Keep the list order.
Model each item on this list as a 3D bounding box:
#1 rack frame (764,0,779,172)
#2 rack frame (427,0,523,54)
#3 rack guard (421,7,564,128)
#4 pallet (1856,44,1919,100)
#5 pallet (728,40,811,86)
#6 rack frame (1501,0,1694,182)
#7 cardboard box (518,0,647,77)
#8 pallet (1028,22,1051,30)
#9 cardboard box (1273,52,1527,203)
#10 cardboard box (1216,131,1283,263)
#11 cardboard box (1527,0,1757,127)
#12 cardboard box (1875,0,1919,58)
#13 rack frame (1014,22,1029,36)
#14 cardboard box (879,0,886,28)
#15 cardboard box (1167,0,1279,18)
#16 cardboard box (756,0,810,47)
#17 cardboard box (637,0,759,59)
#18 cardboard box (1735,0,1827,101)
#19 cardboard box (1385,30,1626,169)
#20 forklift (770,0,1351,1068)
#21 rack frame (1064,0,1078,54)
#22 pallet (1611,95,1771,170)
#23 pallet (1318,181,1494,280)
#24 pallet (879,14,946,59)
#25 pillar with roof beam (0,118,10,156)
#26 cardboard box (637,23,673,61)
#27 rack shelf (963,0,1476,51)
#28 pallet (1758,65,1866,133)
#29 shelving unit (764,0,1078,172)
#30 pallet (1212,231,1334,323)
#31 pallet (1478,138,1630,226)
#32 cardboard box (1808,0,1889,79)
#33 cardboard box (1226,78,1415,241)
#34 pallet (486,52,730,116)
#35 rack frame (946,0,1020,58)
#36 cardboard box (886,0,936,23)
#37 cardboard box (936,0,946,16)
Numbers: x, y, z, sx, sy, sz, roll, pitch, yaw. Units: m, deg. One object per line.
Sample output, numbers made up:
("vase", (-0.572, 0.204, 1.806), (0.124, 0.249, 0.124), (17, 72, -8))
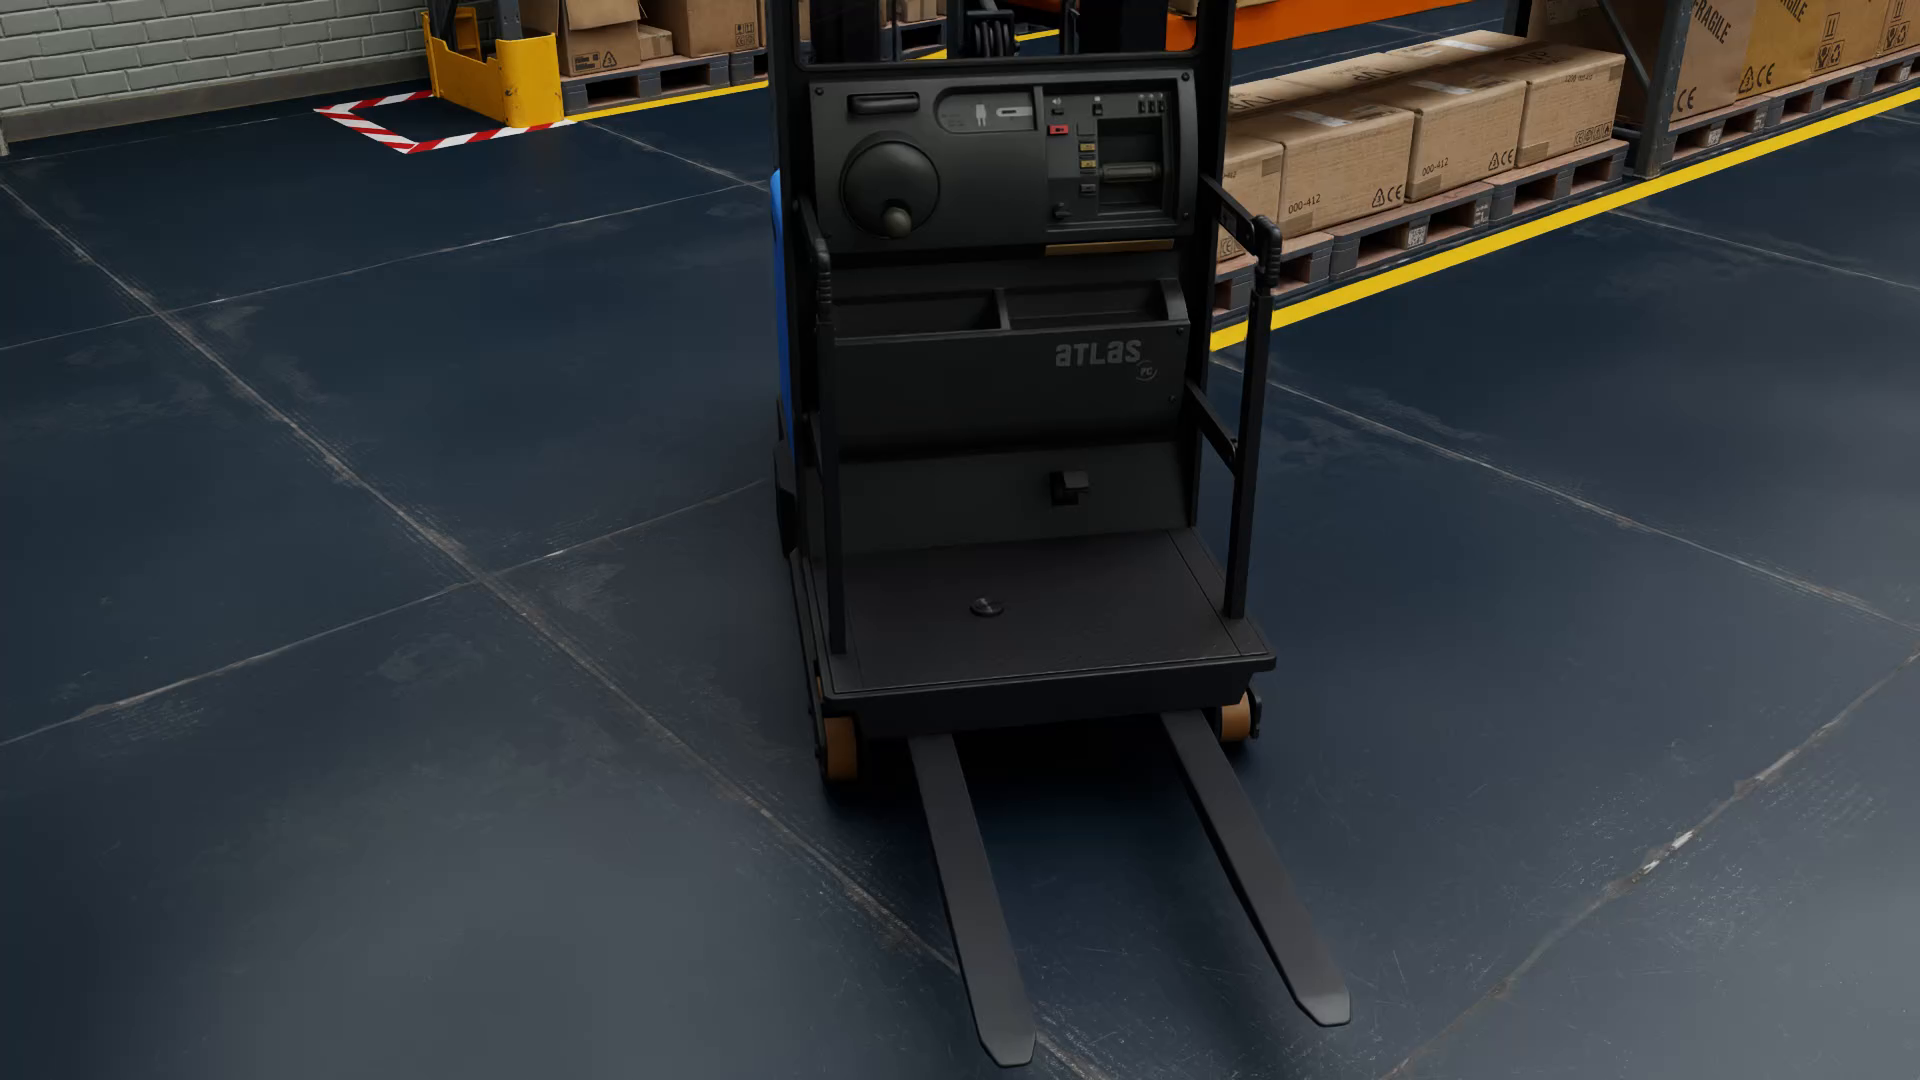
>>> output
("rack frame", (-0.604, -1.066, 5.618), (0.032, 1.500, 0.500), (-3, 24, -6))
("rack frame", (-2.911, -3.970, 9.497), (0.127, 3.000, 1.000), (-22, 35, -35))
("rack guard", (-2.853, -2.891, 10.129), (0.348, 0.500, 1.175), (-22, 35, -35))
("pallet", (5.751, -3.195, 11.004), (1.213, 0.211, 1.003), (-22, 35, -35))
("pallet", (-1.320, -3.379, 11.349), (1.213, 0.211, 1.003), (-22, 35, -35))
("rack frame", (3.356, -3.415, 8.458), (0.127, 3.000, 1.000), (-22, 35, -35))
("cardboard box", (-2.384, -3.208, 10.273), (0.637, 0.503, 0.797), (-24, 36, -37))
("pallet", (0.726, -4.226, 12.935), (1.213, 0.211, 1.003), (-22, 35, -35))
("cardboard box", (2.128, -2.043, 8.163), (0.875, 0.438, 0.875), (-23, 36, -36))
("cardboard box", (0.751, -1.485, 7.118), (0.875, 0.438, 0.875), (-23, 36, -37))
("cardboard box", (3.776, -2.882, 9.269), (0.875, 0.875, 0.875), (-21, 34, -33))
("cardboard box", (5.820, -3.705, 10.810), (0.875, 0.875, 0.875), (-22, 35, -35))
("rack frame", (0.132, -5.194, 11.786), (0.127, 3.000, 1.000), (-22, 35, -35))
("cardboard box", (-0.919, -3.771, 11.331), (0.500, 0.500, 0.700), (-23, 36, -37))
("cardboard box", (0.865, -2.280, 6.227), (0.500, 0.500, 0.500), (-22, 35, -35))
("cardboard box", (-1.242, -3.580, 10.972), (0.500, 0.500, 0.500), (-21, 35, -34))
("cardboard box", (-1.709, -3.454, 10.737), (0.500, 0.500, 0.700), (-20, 34, -33))
("cardboard box", (4.458, -3.161, 9.791), (0.875, 0.875, 0.875), (-21, 34, -34))
("cardboard box", (2.809, -2.317, 8.676), (0.875, 0.438, 0.875), (-22, 35, -36))
("forklift", (0.149, -0.876, 3.779), (1.130, 2.935, 3.031), (-5, 28, -8))
("rack frame", (0.406, -1.121, 5.722), (0.032, 1.500, 0.500), (-3, 24, -6))
("pallet", (3.894, -2.448, 9.608), (1.213, 0.211, 1.003), (-22, 35, -35))
("pallet", (1.798, -1.606, 8.031), (1.213, 0.211, 1.003), (-22, 35, -35))
("pallet", (-0.391, -3.754, 12.051), (1.213, 0.211, 1.003), (-22, 35, -35))
("pillar with roof beam", (-2.753, -4.571, 4.256), (0.400, 9.000, 9.100), (-22, 35, -35))
("cardboard box", (-2.036, -3.167, 10.573), (0.250, 0.149, 0.380), (-24, 36, -37))
("rack shelf", (1.835, -2.486, 7.483), (4.000, 0.370, 1.077), (-22, 35, -35))
("pallet", (4.823, -2.824, 10.310), (1.213, 0.211, 1.003), (-22, 35, -35))
("shelving unit", (-0.099, -1.094, 5.670), (1.048, 1.500, 0.538), (-3, 24, -6))
("pallet", (0.871, -1.234, 7.336), (1.213, 0.211, 1.003), (-22, 35, -35))
("pallet", (2.727, -1.981, 8.733), (1.213, 0.211, 1.003), (-22, 35, -35))
("cardboard box", (5.139, -3.434, 10.302), (0.875, 0.875, 0.875), (-21, 35, -34))
("cardboard box", (1.441, -1.768, 7.648), (0.875, 0.438, 0.875), (-21, 34, -34))
("pallet", (-2.247, -3.008, 10.654), (1.213, 0.211, 1.003), (-22, 35, -35))
("rack frame", (0.313, -2.192, 6.168), (0.127, 3.000, 1.000), (-22, 35, -35))
("cardboard box", (-0.373, -3.788, 11.611), (0.258, 0.266, 0.396), (-20, 34, -33))
("cardboard box", (-0.101, -3.846, 11.843), (0.250, 0.149, 0.380), (-23, 36, -36))
